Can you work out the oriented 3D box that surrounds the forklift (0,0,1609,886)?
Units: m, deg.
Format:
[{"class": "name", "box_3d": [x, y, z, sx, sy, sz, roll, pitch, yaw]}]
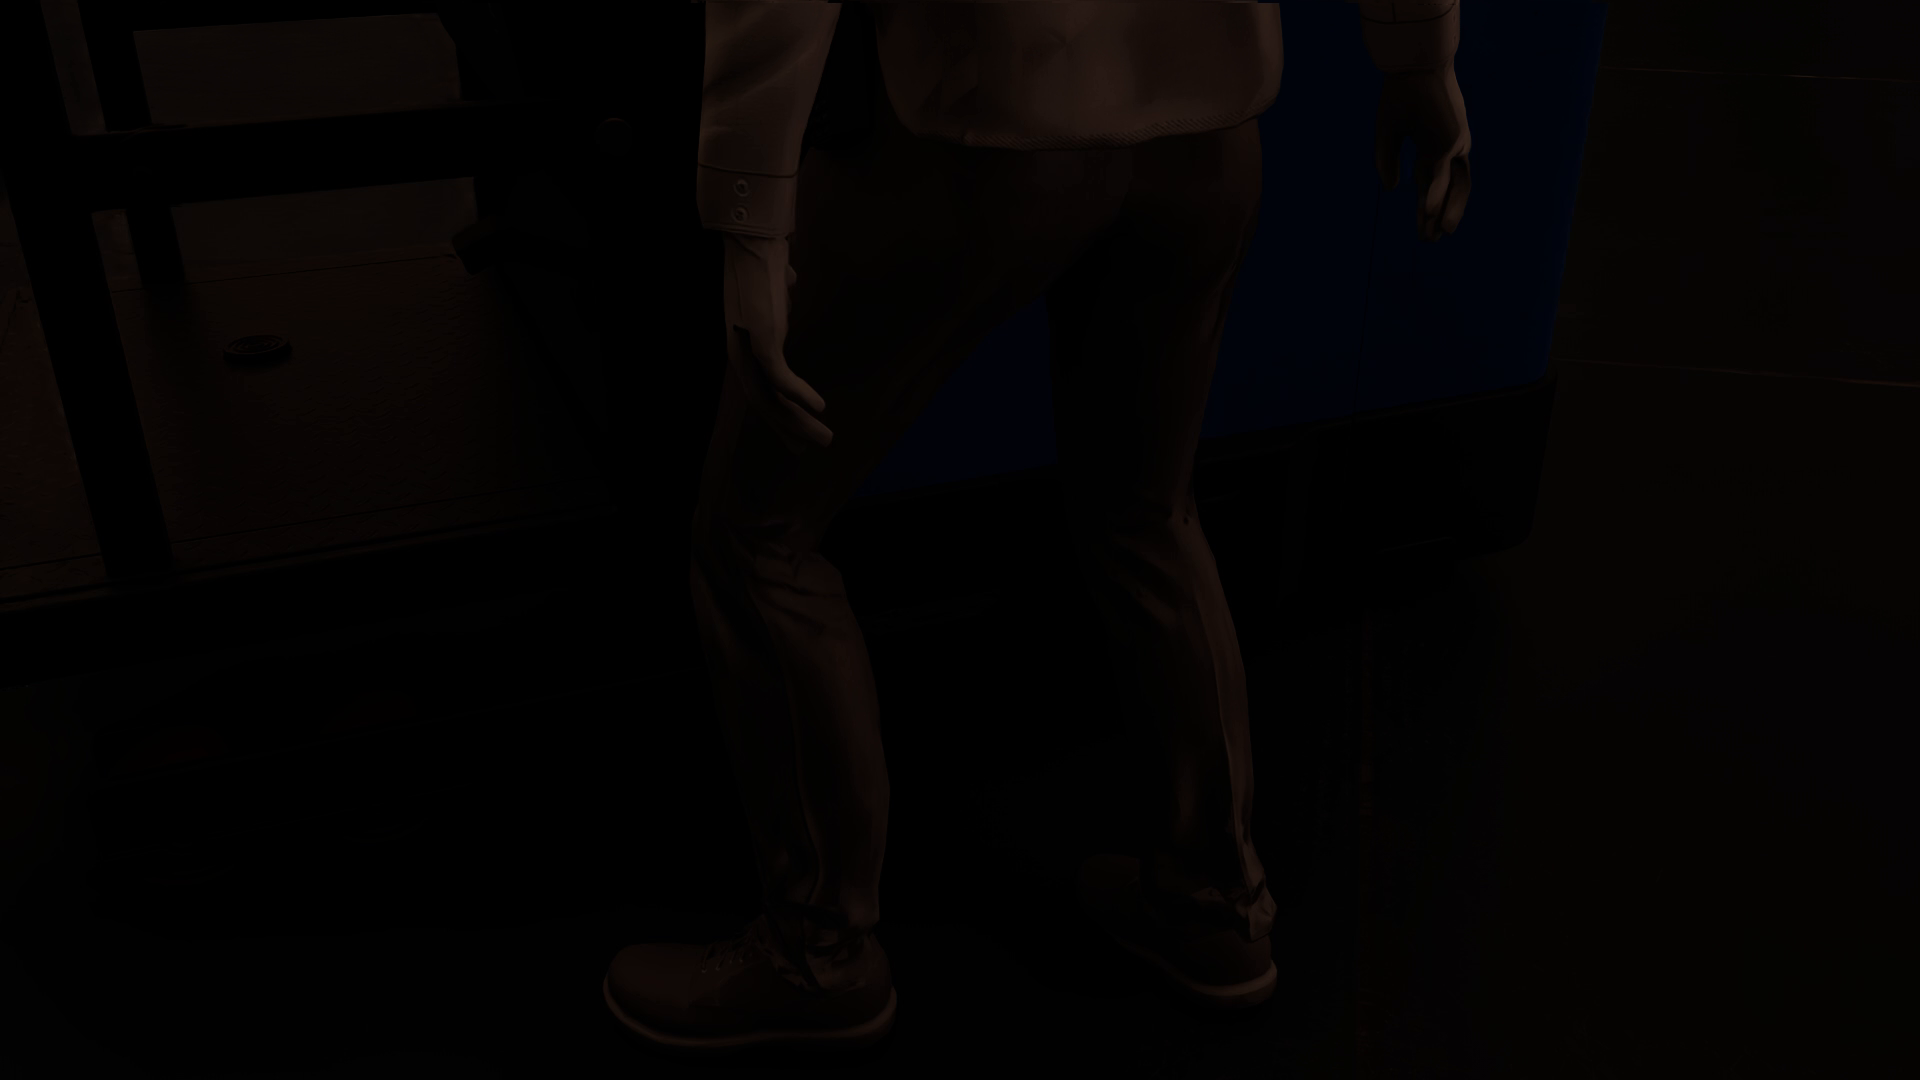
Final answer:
[{"class": "forklift", "box_3d": [-0.750, -1.211, 1.647, 3.031, 2.935, 1.130, -10, 29, -19]}]

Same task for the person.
[{"class": "person", "box_3d": [0.057, -0.302, 1.336, 0.809, 1.641, 0.417, -13, 29, -24]}]
